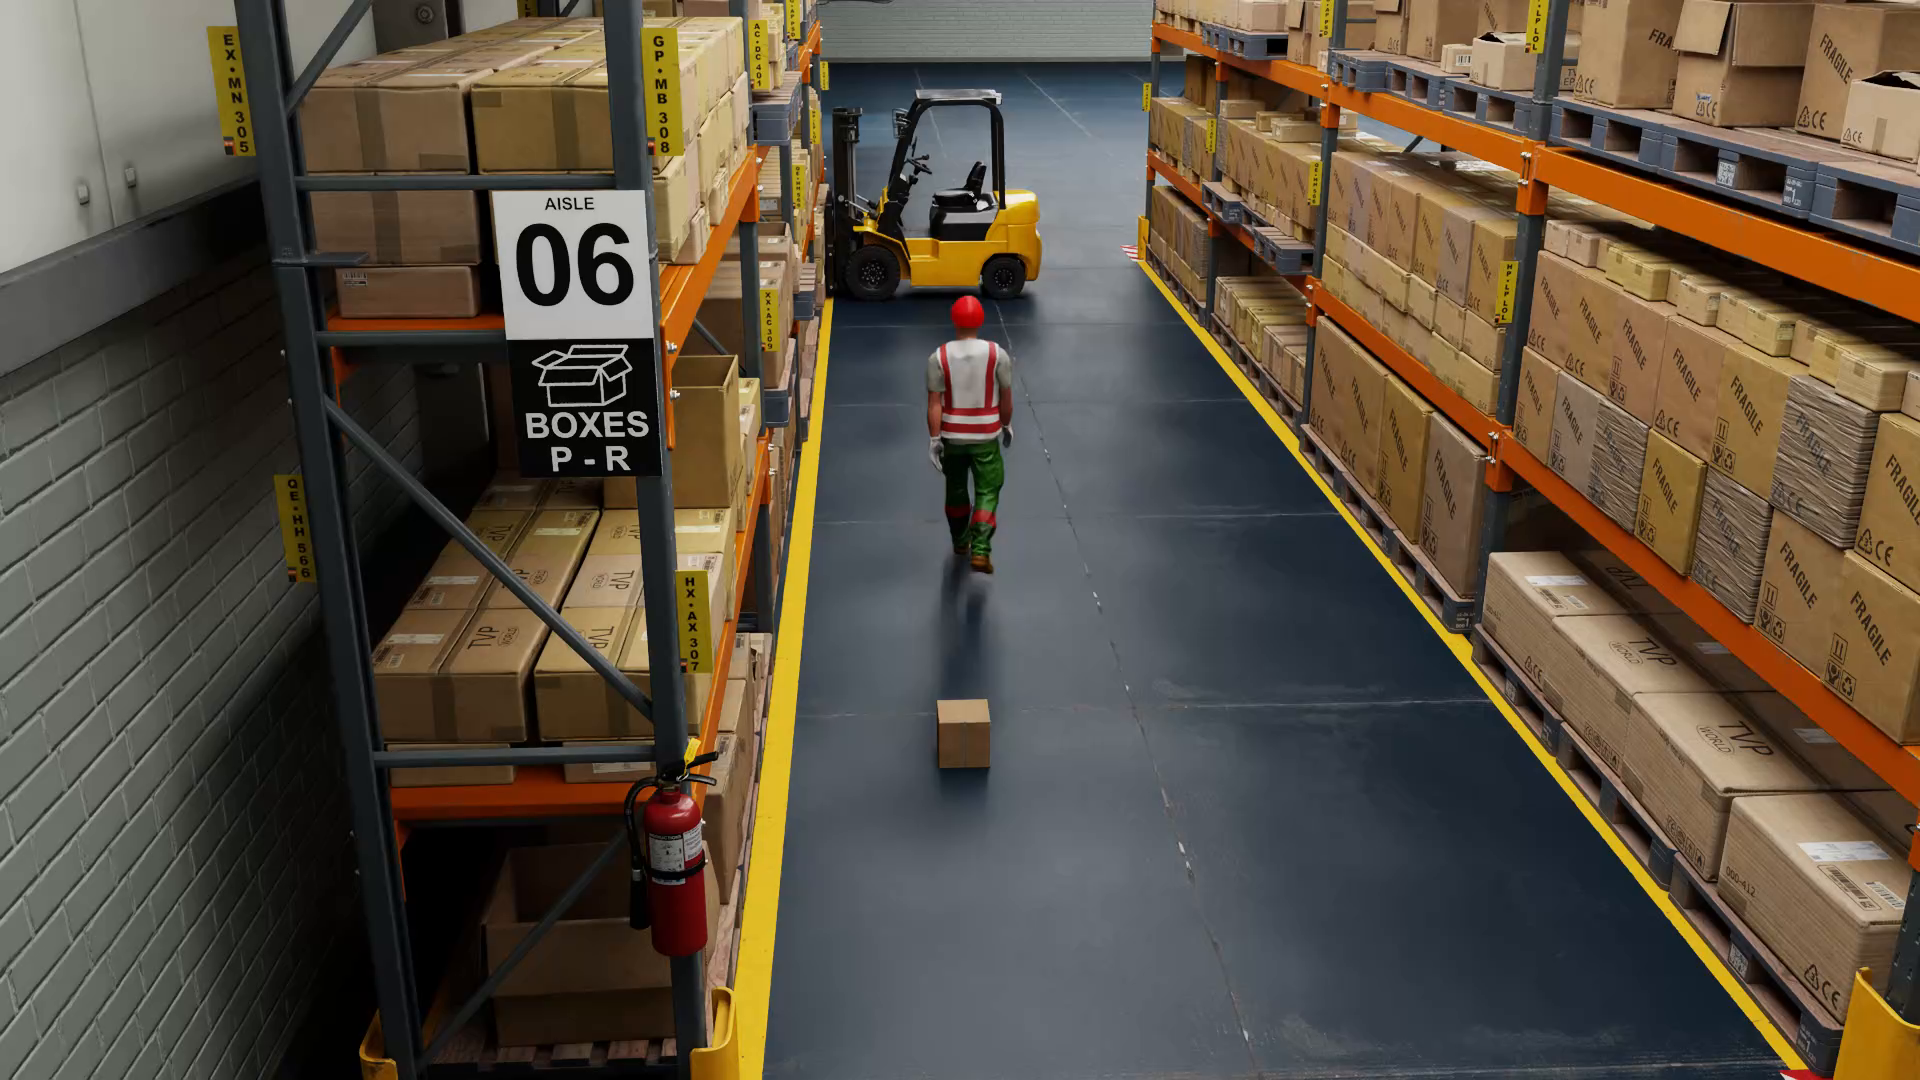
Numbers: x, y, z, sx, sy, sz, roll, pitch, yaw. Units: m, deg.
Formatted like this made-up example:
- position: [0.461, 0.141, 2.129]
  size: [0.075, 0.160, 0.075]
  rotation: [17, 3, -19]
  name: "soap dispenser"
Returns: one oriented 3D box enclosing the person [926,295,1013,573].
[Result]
- position: [0.061, -0.652, 10.303]
  size: [0.531, 1.749, 1.005]
  rotation: [1, 20, 4]
  name: "person"
